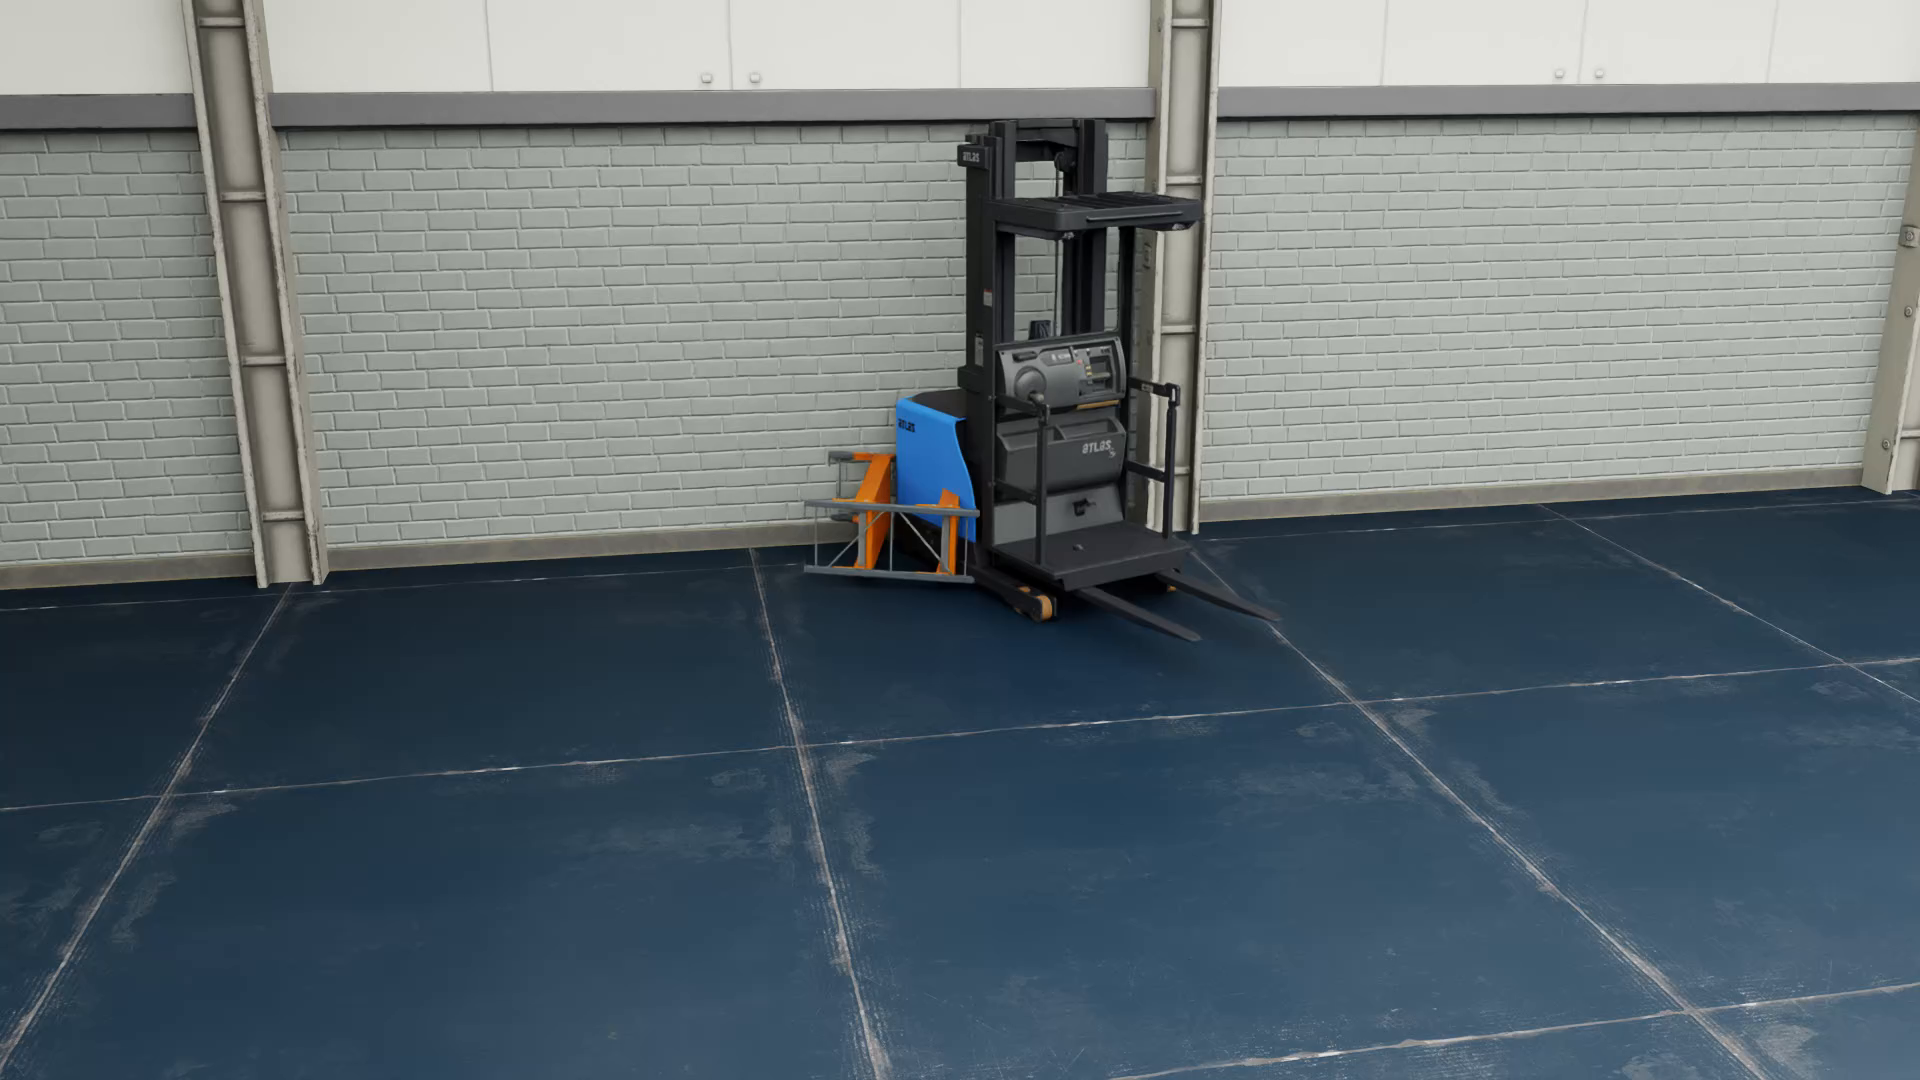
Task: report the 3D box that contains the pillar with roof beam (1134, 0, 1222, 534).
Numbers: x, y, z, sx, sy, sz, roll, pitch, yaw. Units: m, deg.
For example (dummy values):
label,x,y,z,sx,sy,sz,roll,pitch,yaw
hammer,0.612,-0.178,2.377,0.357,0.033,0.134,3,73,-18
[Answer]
label,x,y,z,sx,sy,sz,roll,pitch,yaw
pillar with roof beam,2.312,-3.139,6.706,0.400,9.000,9.100,-3,17,-10

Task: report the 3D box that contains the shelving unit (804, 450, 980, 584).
label,x,y,z,sx,sy,sz,roll,pitch,yaw
shelving unit,-0.400,-0.170,11.135,1.125,0.538,1.048,4,21,4

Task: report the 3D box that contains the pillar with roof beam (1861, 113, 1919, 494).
label,x,y,z,sx,sy,sz,roll,pitch,yaw
pillar with roof beam,8.203,-3.473,7.794,0.400,9.000,9.100,-3,17,-10

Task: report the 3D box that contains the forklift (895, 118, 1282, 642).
label,x,y,z,sx,sy,sz,roll,pitch,yaw
forklift,0.763,-1.056,10.259,1.130,2.935,3.031,-11,20,-31

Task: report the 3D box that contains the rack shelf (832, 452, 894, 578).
label,x,y,z,sx,sy,sz,roll,pitch,yaw
rack shelf,-0.644,-0.185,11.150,0.278,0.538,1.000,4,21,4

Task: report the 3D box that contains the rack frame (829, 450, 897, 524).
label,x,y,z,sx,sy,sz,roll,pitch,yaw
rack frame,-0.358,-0.348,11.609,1.125,0.500,0.032,4,21,4

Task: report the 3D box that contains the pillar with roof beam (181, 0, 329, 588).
label,x,y,z,sx,sy,sz,roll,pitch,yaw
pillar with roof beam,-3.579,-2.805,5.618,0.400,9.000,9.100,-3,17,-10

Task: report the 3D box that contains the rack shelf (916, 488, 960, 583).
label,x,y,z,sx,sy,sz,roll,pitch,yaw
rack shelf,-0.109,-0.151,11.116,0.278,0.538,1.000,4,21,4

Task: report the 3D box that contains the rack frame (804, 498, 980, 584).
label,x,y,z,sx,sy,sz,roll,pitch,yaw
rack frame,-0.443,0.009,10.660,1.125,0.500,0.032,4,21,4
